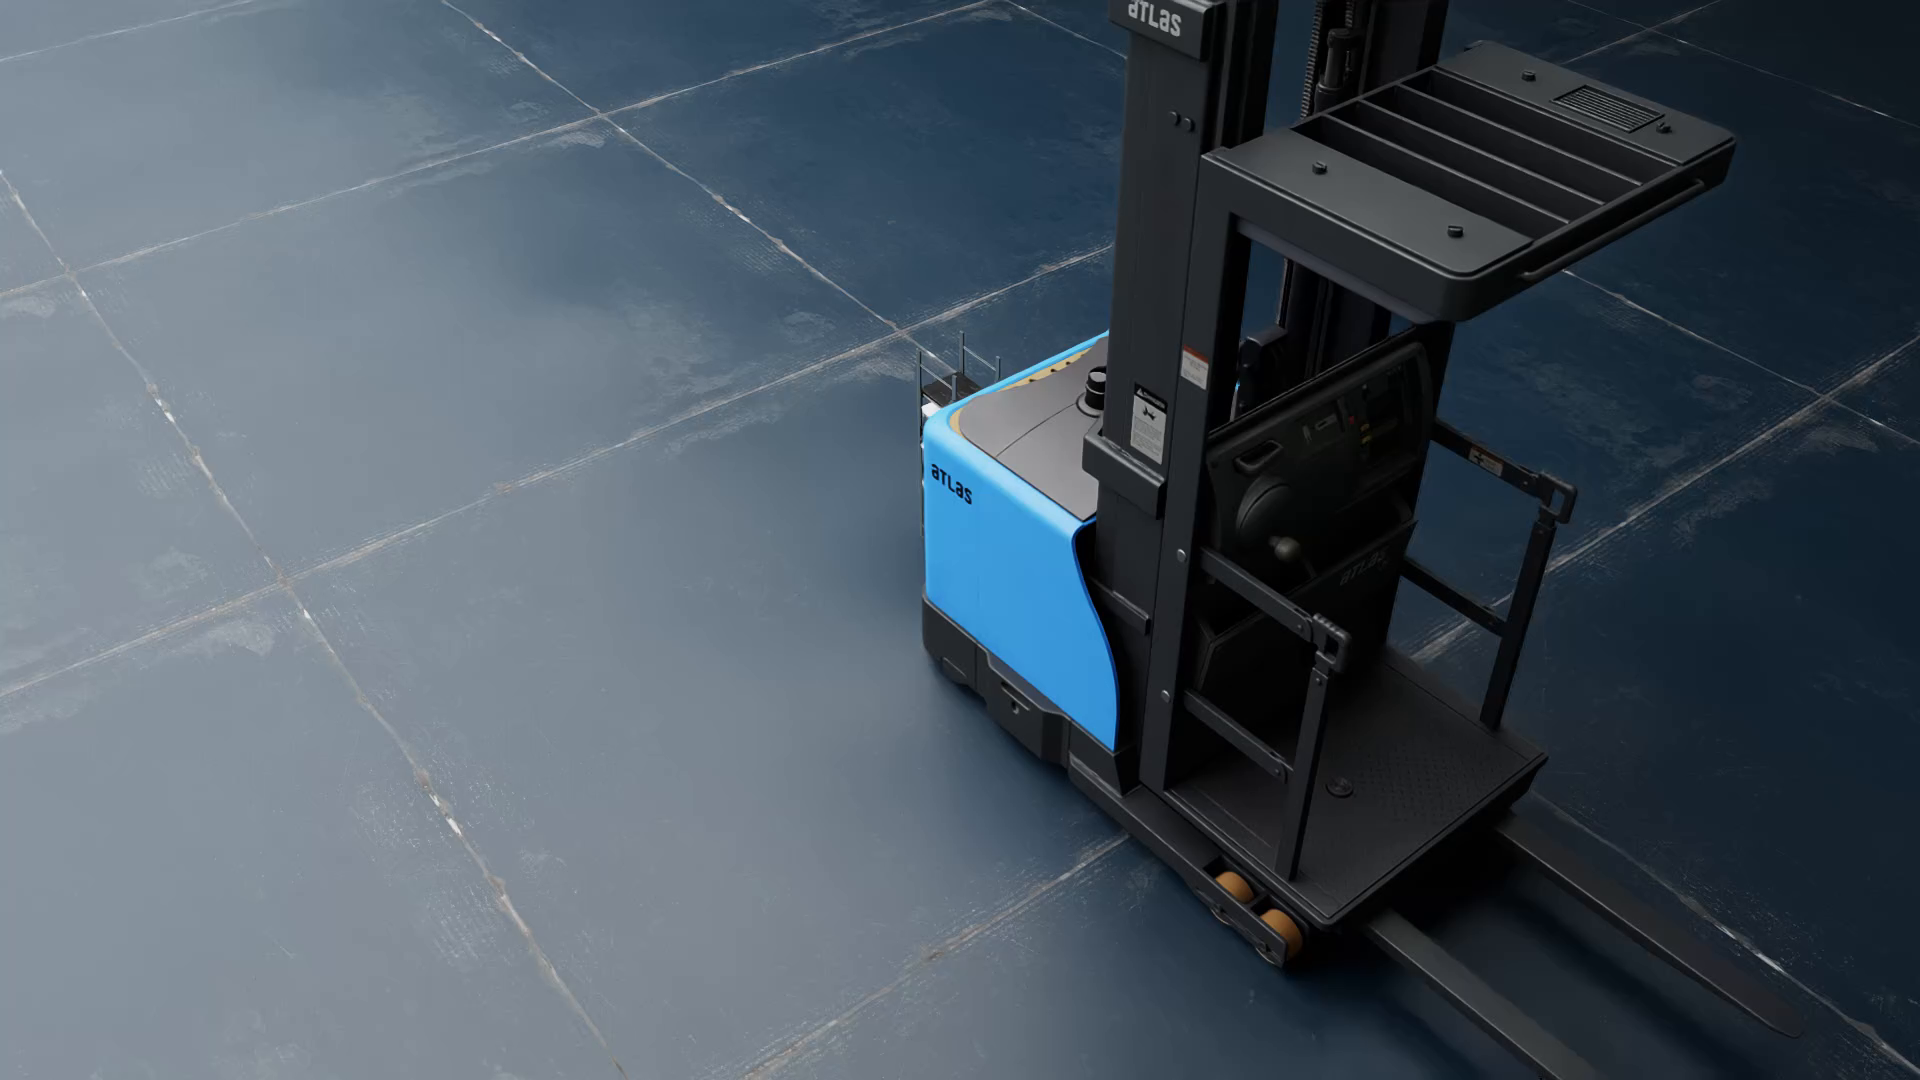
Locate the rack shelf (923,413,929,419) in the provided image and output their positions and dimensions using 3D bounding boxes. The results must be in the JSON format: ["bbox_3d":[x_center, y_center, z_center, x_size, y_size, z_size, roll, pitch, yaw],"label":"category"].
[{"bbox_3d":[-0.006,-0.470,6.358,0.184,0.015,0.199,-26,46,-28],"label":"rack shelf"}]

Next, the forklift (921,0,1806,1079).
[{"bbox_3d":[1.184,-0.161,4.686,1.129,2.867,3.031,-28,47,-29],"label":"forklift"}]

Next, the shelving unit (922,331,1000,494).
[{"bbox_3d":[-0.005,-0.346,6.462,0.205,0.900,0.258,-26,46,-28],"label":"shelving unit"}]

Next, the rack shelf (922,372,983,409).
[{"bbox_3d":[-0.006,-0.544,6.298,0.190,0.026,0.221,-26,46,-28],"label":"rack shelf"}]

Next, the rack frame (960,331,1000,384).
[{"bbox_3d":[0.074,-0.384,6.509,0.006,0.900,0.240,-26,46,-28],"label":"rack frame"}]

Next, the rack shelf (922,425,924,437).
[{"bbox_3d":[-0.006,-0.389,6.425,0.200,0.077,0.258,-26,46,-28],"label":"rack shelf"}]
